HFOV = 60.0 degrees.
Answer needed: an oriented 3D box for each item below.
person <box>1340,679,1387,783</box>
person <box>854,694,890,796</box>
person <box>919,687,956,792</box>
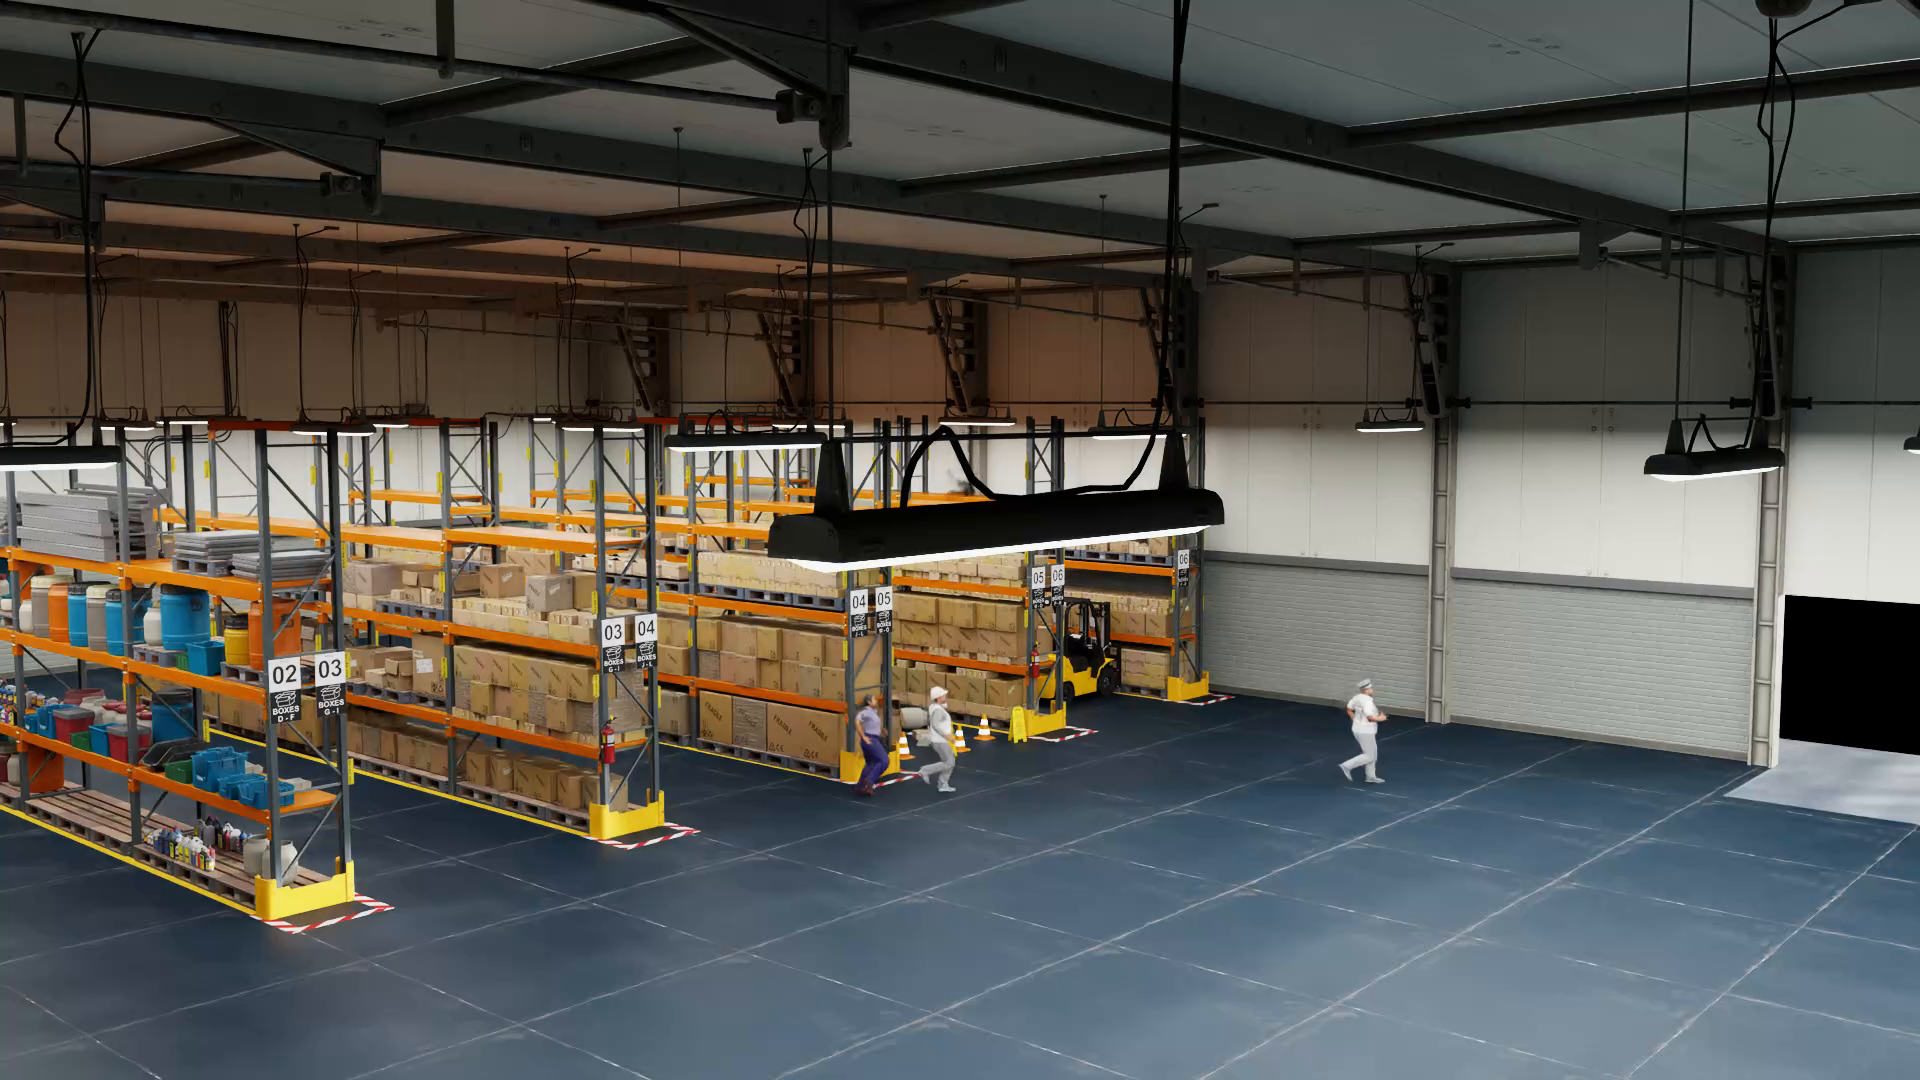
[{"bbox_3d":[6.656,3.164,27.489,0.817,1.755,0.676,-1,5,-8],"label":"person"},{"bbox_3d":[-1.422,3.300,26.883,0.566,1.616,0.627,0,5,-3],"label":"person"},{"bbox_3d":[-0.366,3.236,26.952,0.624,1.731,0.660,-1,5,-7],"label":"person"}]
